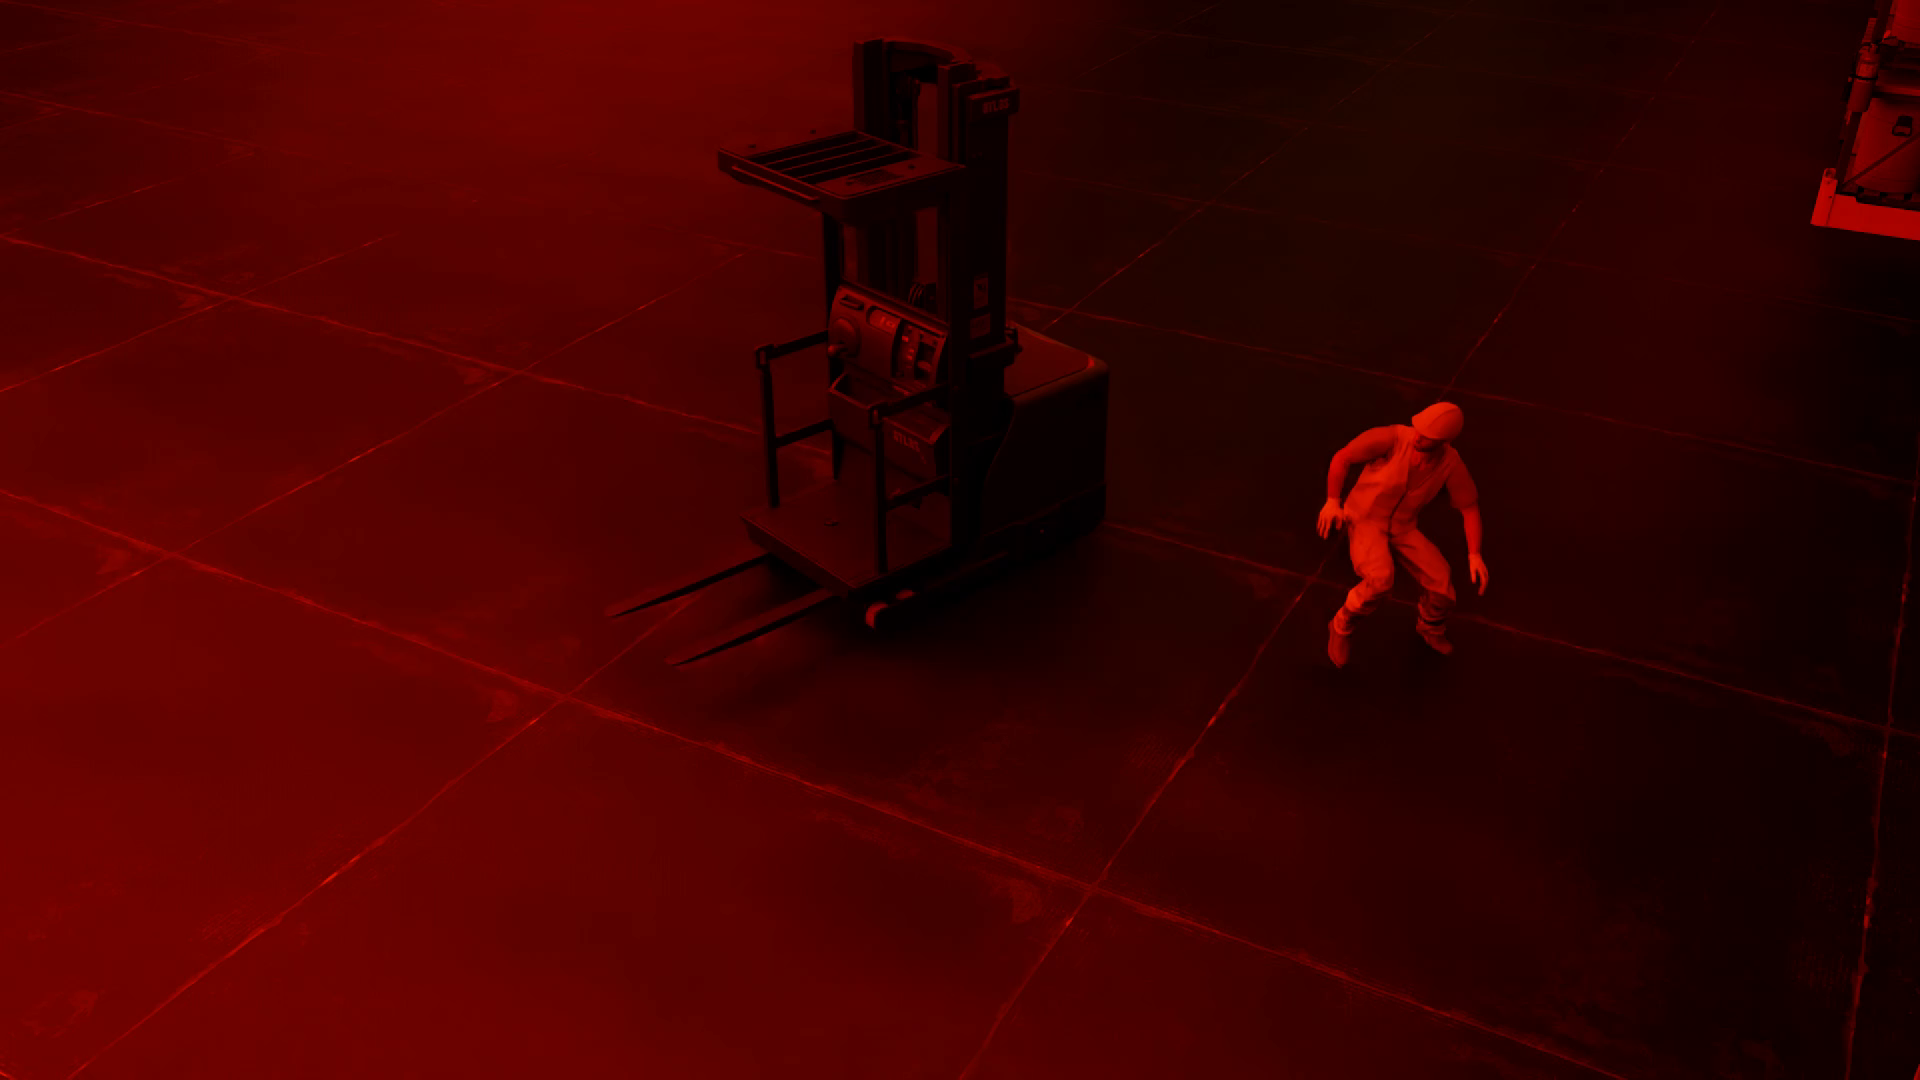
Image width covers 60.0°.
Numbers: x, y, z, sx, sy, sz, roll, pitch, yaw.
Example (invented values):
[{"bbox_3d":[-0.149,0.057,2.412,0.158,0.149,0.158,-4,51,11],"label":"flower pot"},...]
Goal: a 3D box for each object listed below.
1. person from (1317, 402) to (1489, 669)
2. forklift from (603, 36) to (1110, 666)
[{"bbox_3d":[2.272,-0.028,8.581,0.811,1.535,0.678,-4,30,-7],"label":"person"},{"bbox_3d":[-0.554,-1.062,8.911,3.031,2.935,1.130,-24,38,-35],"label":"forklift"}]
